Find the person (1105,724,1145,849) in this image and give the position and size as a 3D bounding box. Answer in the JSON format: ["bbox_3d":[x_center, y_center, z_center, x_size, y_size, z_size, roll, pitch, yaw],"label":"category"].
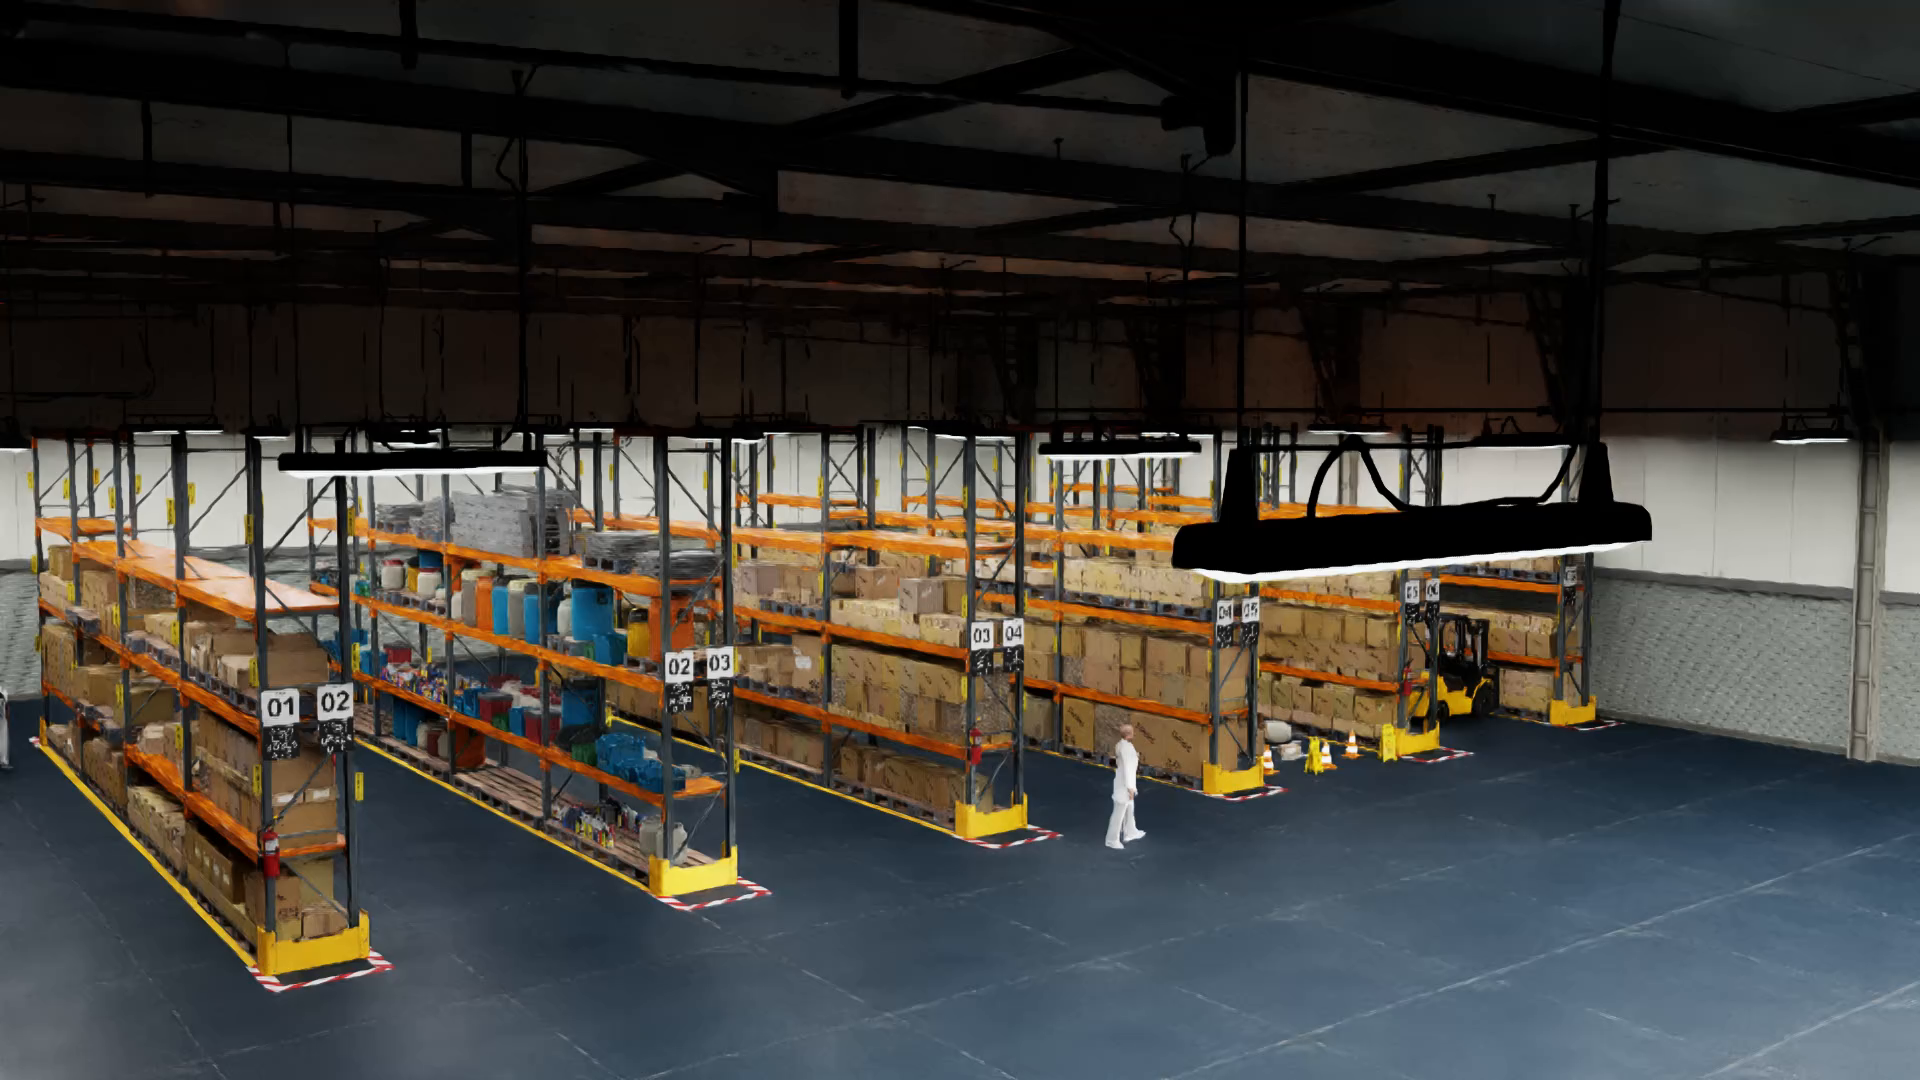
[{"bbox_3d":[2.409,3.536,24.114,0.613,1.768,0.768,0,4,2],"label":"person"}]

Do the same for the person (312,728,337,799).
[{"bbox_3d":[-9.218,3.568,24.048,0.595,1.733,0.449,2,5,22],"label":"person"}]

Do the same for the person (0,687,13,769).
[{"bbox_3d":[-17.058,3.178,29.312,0.542,1.672,1.126,-3,5,-34],"label":"person"}]
